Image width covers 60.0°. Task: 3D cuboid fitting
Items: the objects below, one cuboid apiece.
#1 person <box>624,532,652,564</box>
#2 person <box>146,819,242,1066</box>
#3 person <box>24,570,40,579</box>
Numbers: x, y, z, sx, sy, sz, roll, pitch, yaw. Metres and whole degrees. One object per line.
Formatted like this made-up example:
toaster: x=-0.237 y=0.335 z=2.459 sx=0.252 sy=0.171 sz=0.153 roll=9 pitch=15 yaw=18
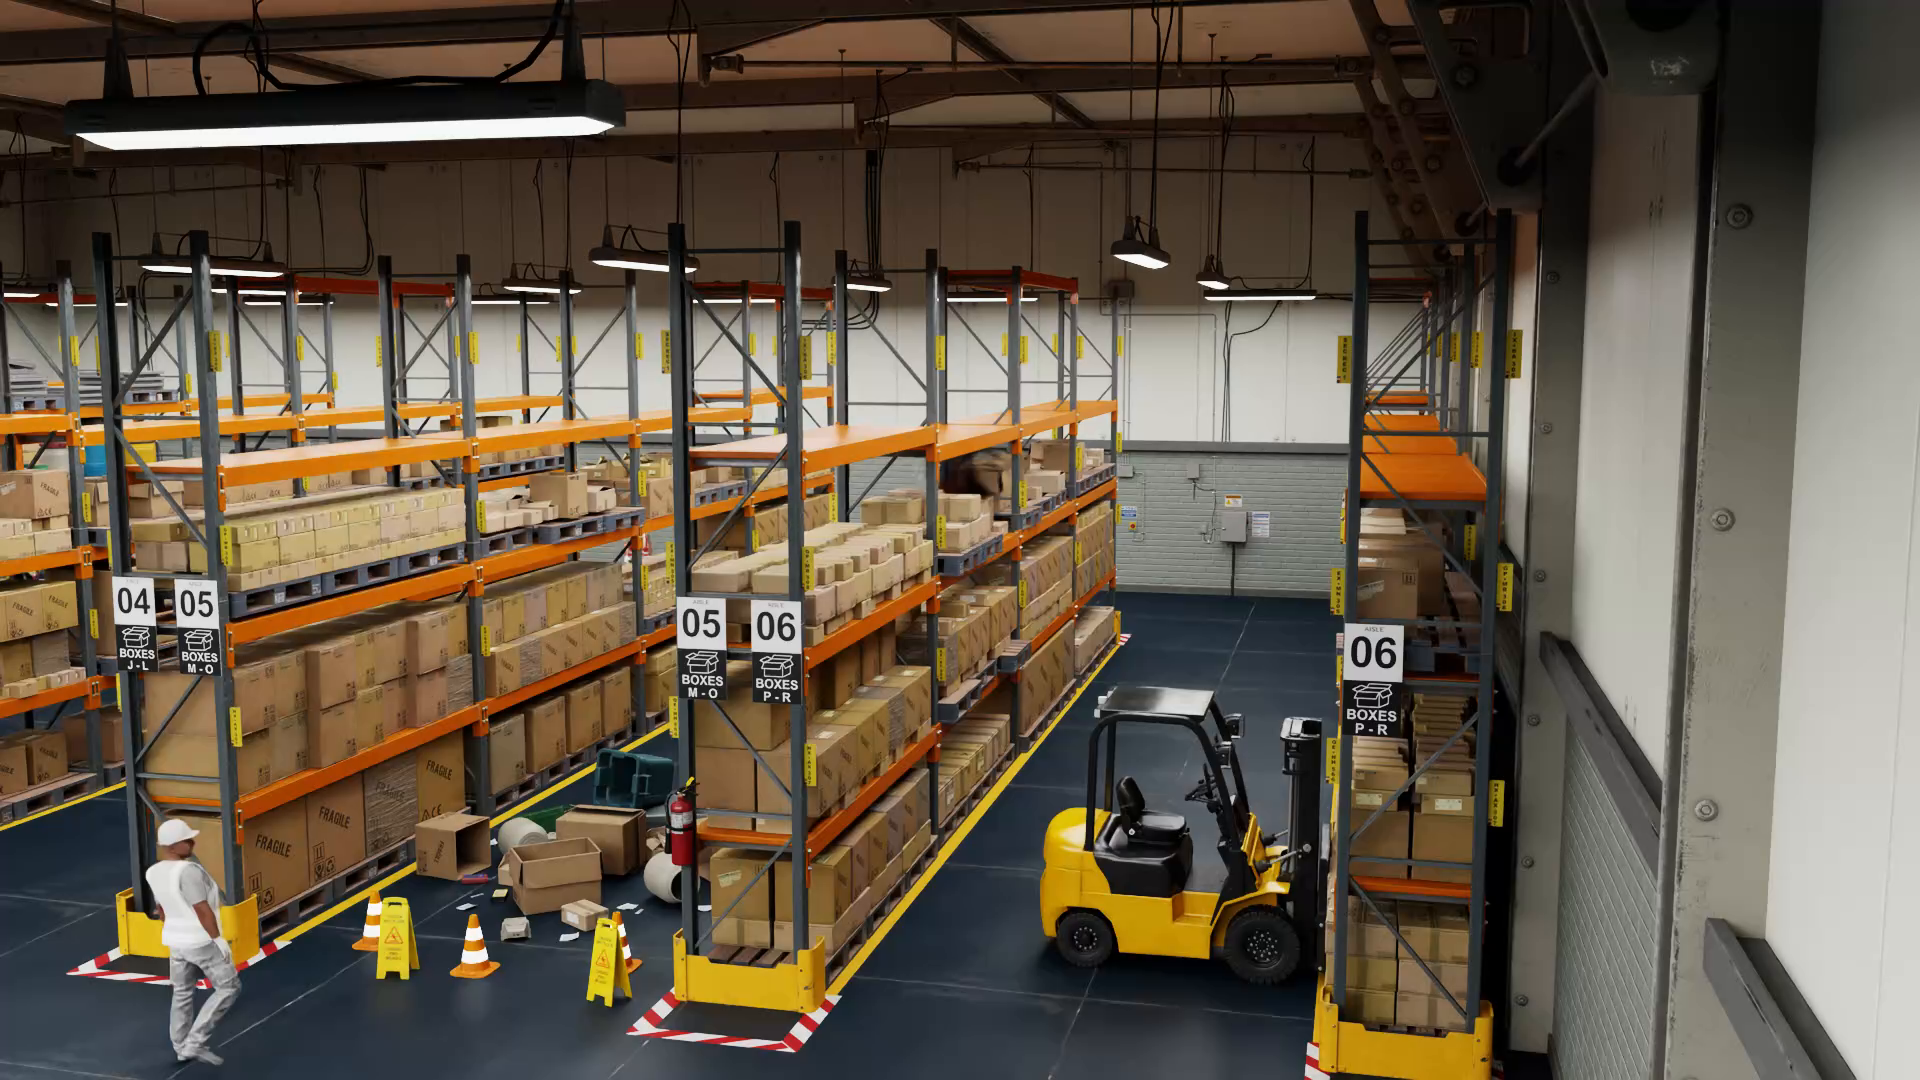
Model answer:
person: x=-6.229 y=0.370 z=32.185 sx=0.548 sy=1.750 sz=0.996 roll=-1 pitch=7 yaw=-9
person: x=-5.435 y=2.847 z=11.752 sx=0.662 sy=1.781 sz=0.429 roll=3 pitch=8 yaw=26
person: x=-15.438 y=1.026 z=27.596 sx=0.580 sy=1.720 sz=0.549 roll=-2 pitch=7 yaw=-13
